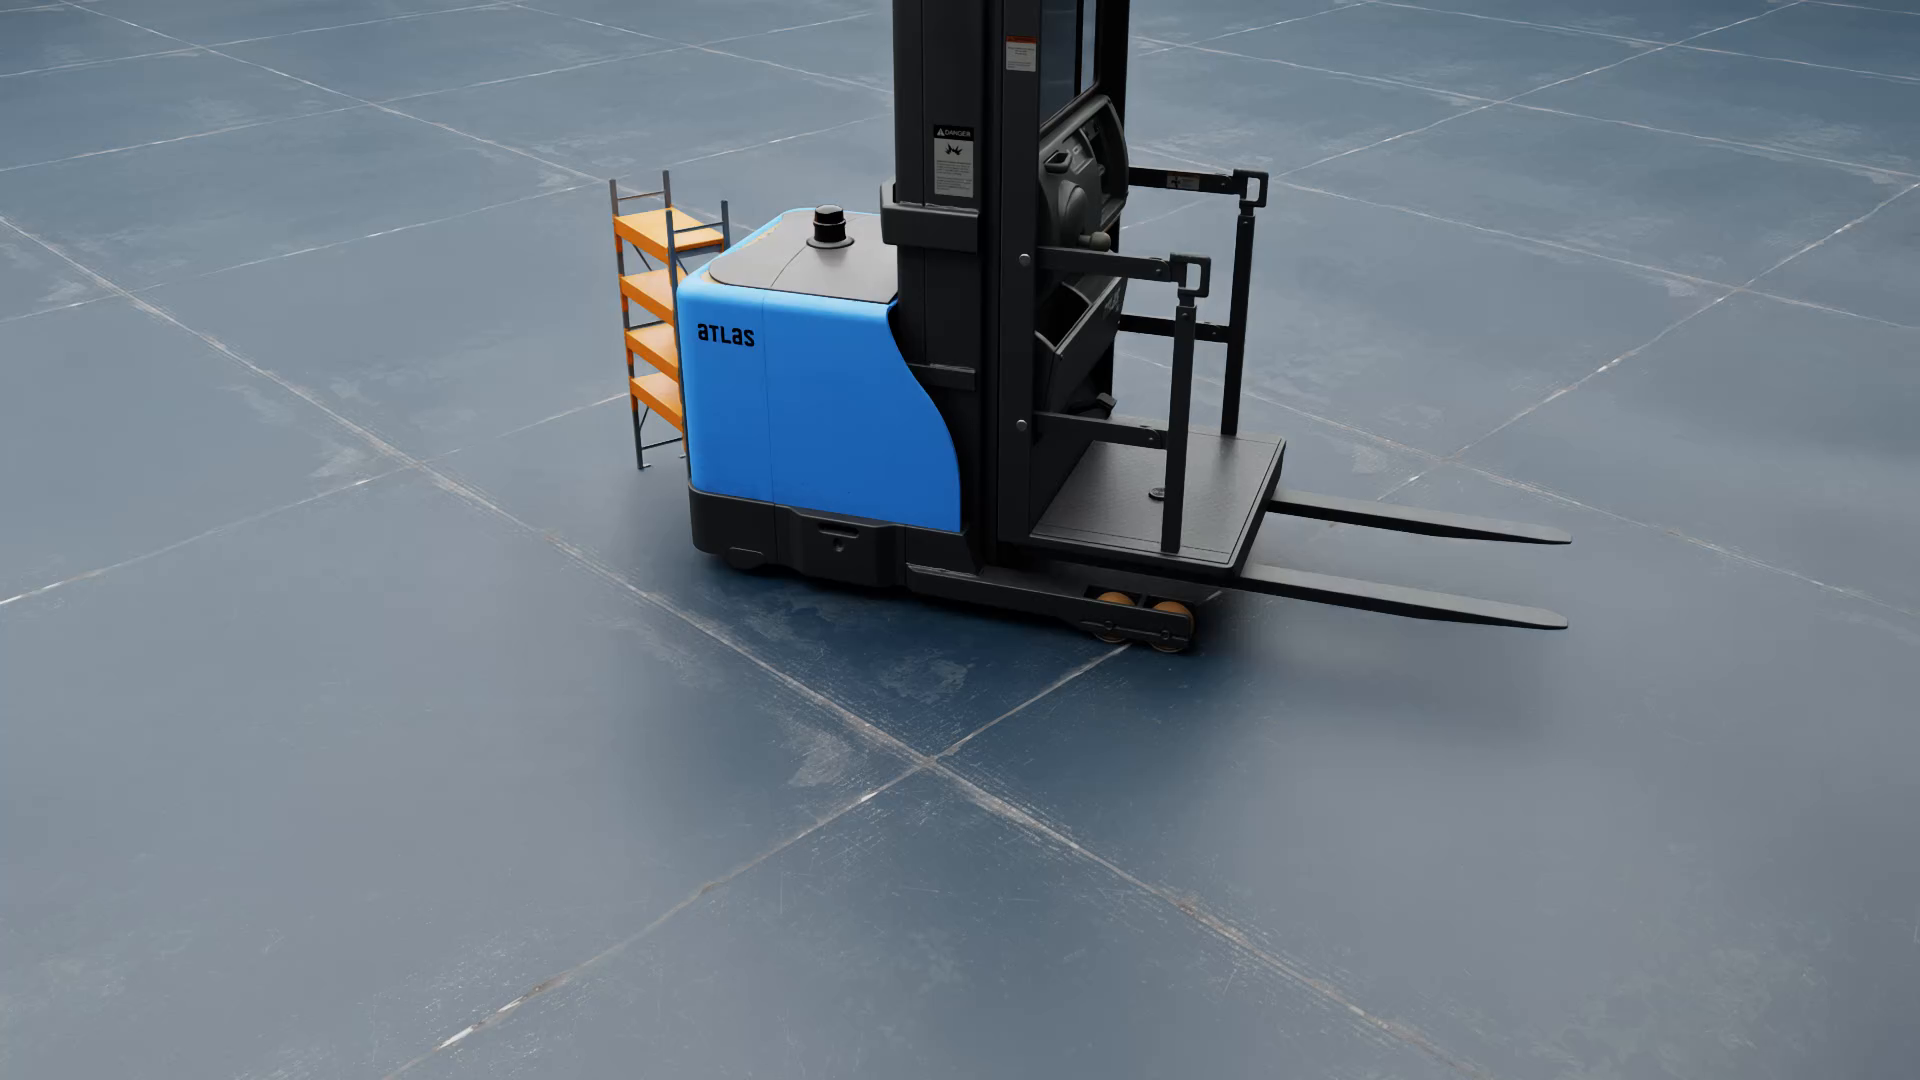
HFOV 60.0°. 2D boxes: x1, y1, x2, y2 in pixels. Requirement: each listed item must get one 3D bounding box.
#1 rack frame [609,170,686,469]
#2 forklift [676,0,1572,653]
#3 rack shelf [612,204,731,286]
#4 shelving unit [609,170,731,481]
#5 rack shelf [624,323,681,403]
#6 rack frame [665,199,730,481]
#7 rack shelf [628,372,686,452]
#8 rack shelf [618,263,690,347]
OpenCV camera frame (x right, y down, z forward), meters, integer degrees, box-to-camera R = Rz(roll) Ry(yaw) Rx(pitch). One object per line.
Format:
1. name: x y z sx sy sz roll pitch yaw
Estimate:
1. rack frame: -1.218 -0.855 6.587 0.240 1.200 0.015 -18 32 -30
2. forklift: 0.596 -1.201 5.385 3.031 2.935 1.130 9 29 17
3. rack shelf: -1.080 -1.109 6.225 0.258 0.148 0.480 -18 32 -30
4. shelving unit: -1.080 -0.761 6.408 0.258 1.200 0.503 -18 32 -30
5. rack shelf: -1.080 -0.701 6.439 0.258 0.148 0.480 -18 32 -30
6. rack frame: -0.943 -0.667 6.230 0.240 1.200 0.015 -18 32 -30
7. rack shelf: -1.080 -0.526 6.532 0.258 0.148 0.480 -18 32 -30
8. rack shelf: -1.080 -0.899 6.335 0.258 0.148 0.480 -18 32 -30
